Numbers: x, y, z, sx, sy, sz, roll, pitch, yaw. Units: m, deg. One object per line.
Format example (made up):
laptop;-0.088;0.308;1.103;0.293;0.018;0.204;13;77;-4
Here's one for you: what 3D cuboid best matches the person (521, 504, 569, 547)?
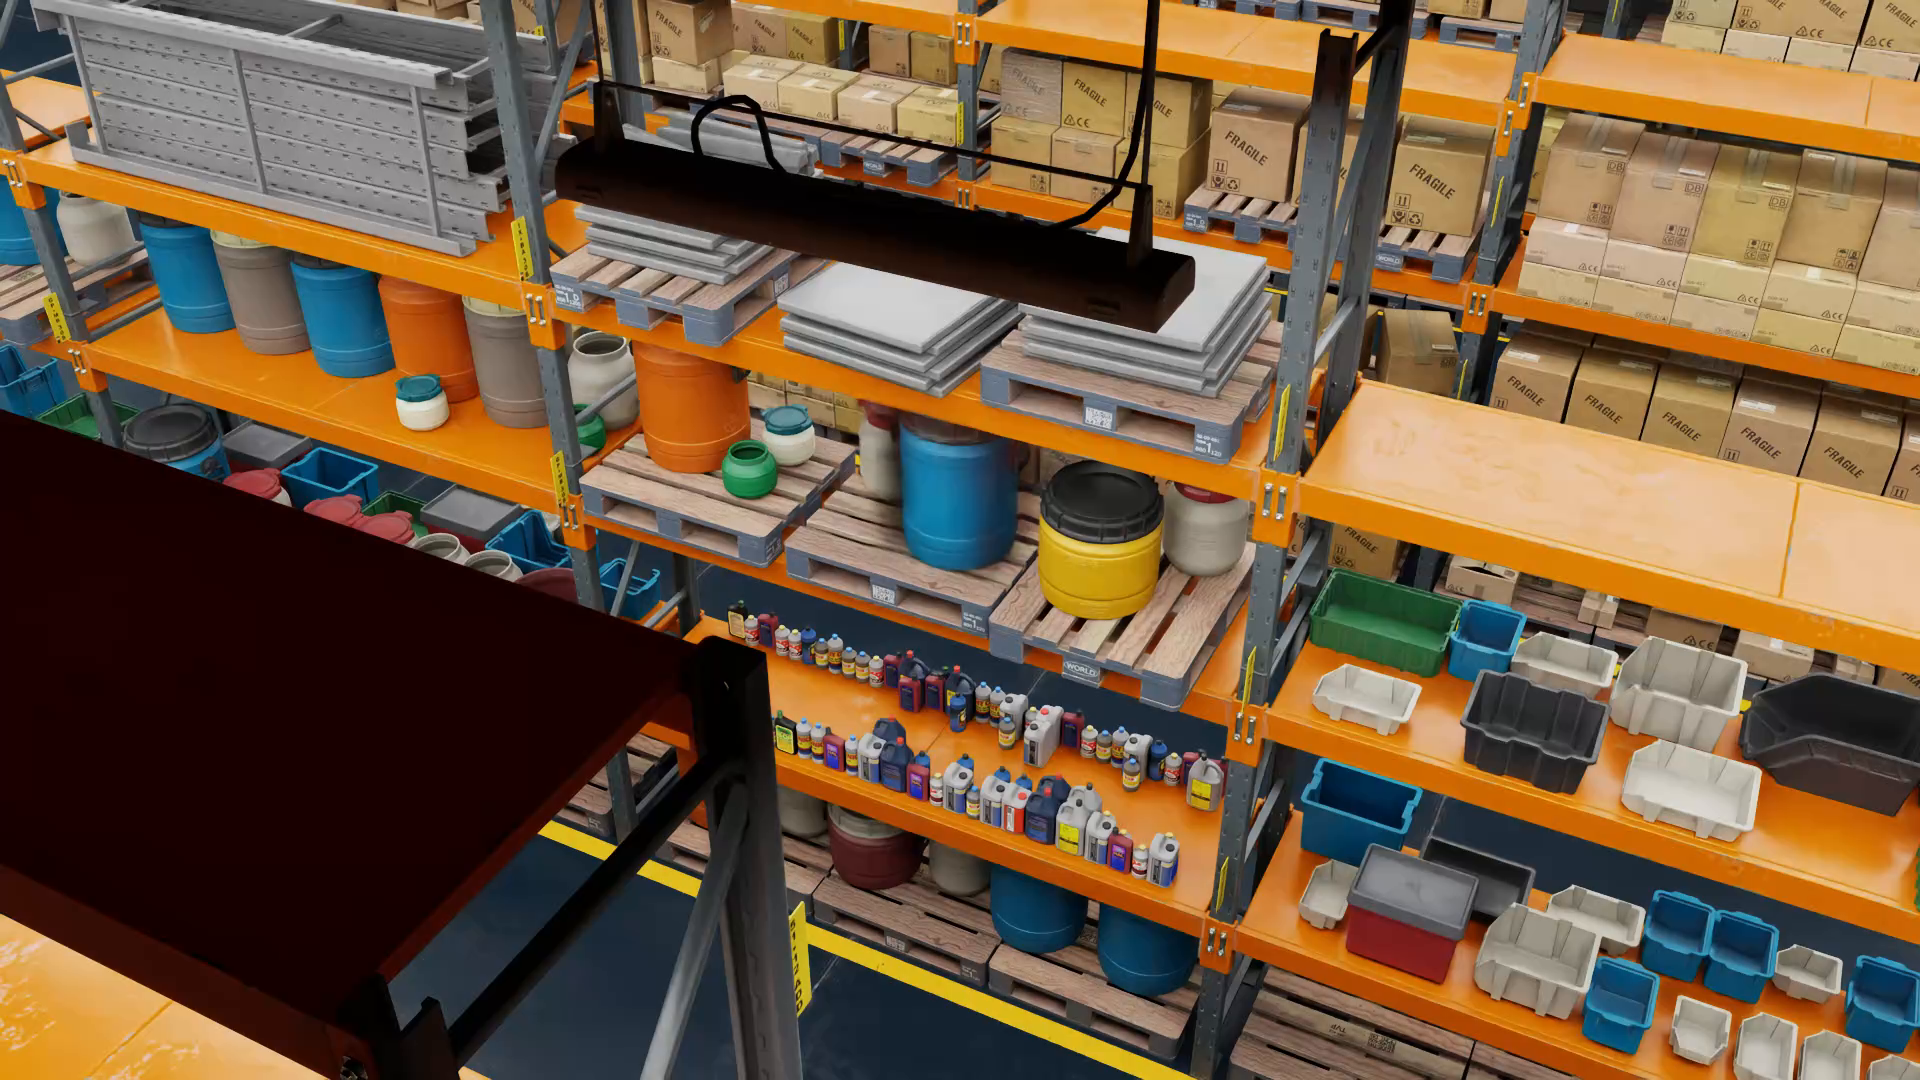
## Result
person;-3.162;-0.145;12.564;0.547;1.786;0.612;5;35;8
